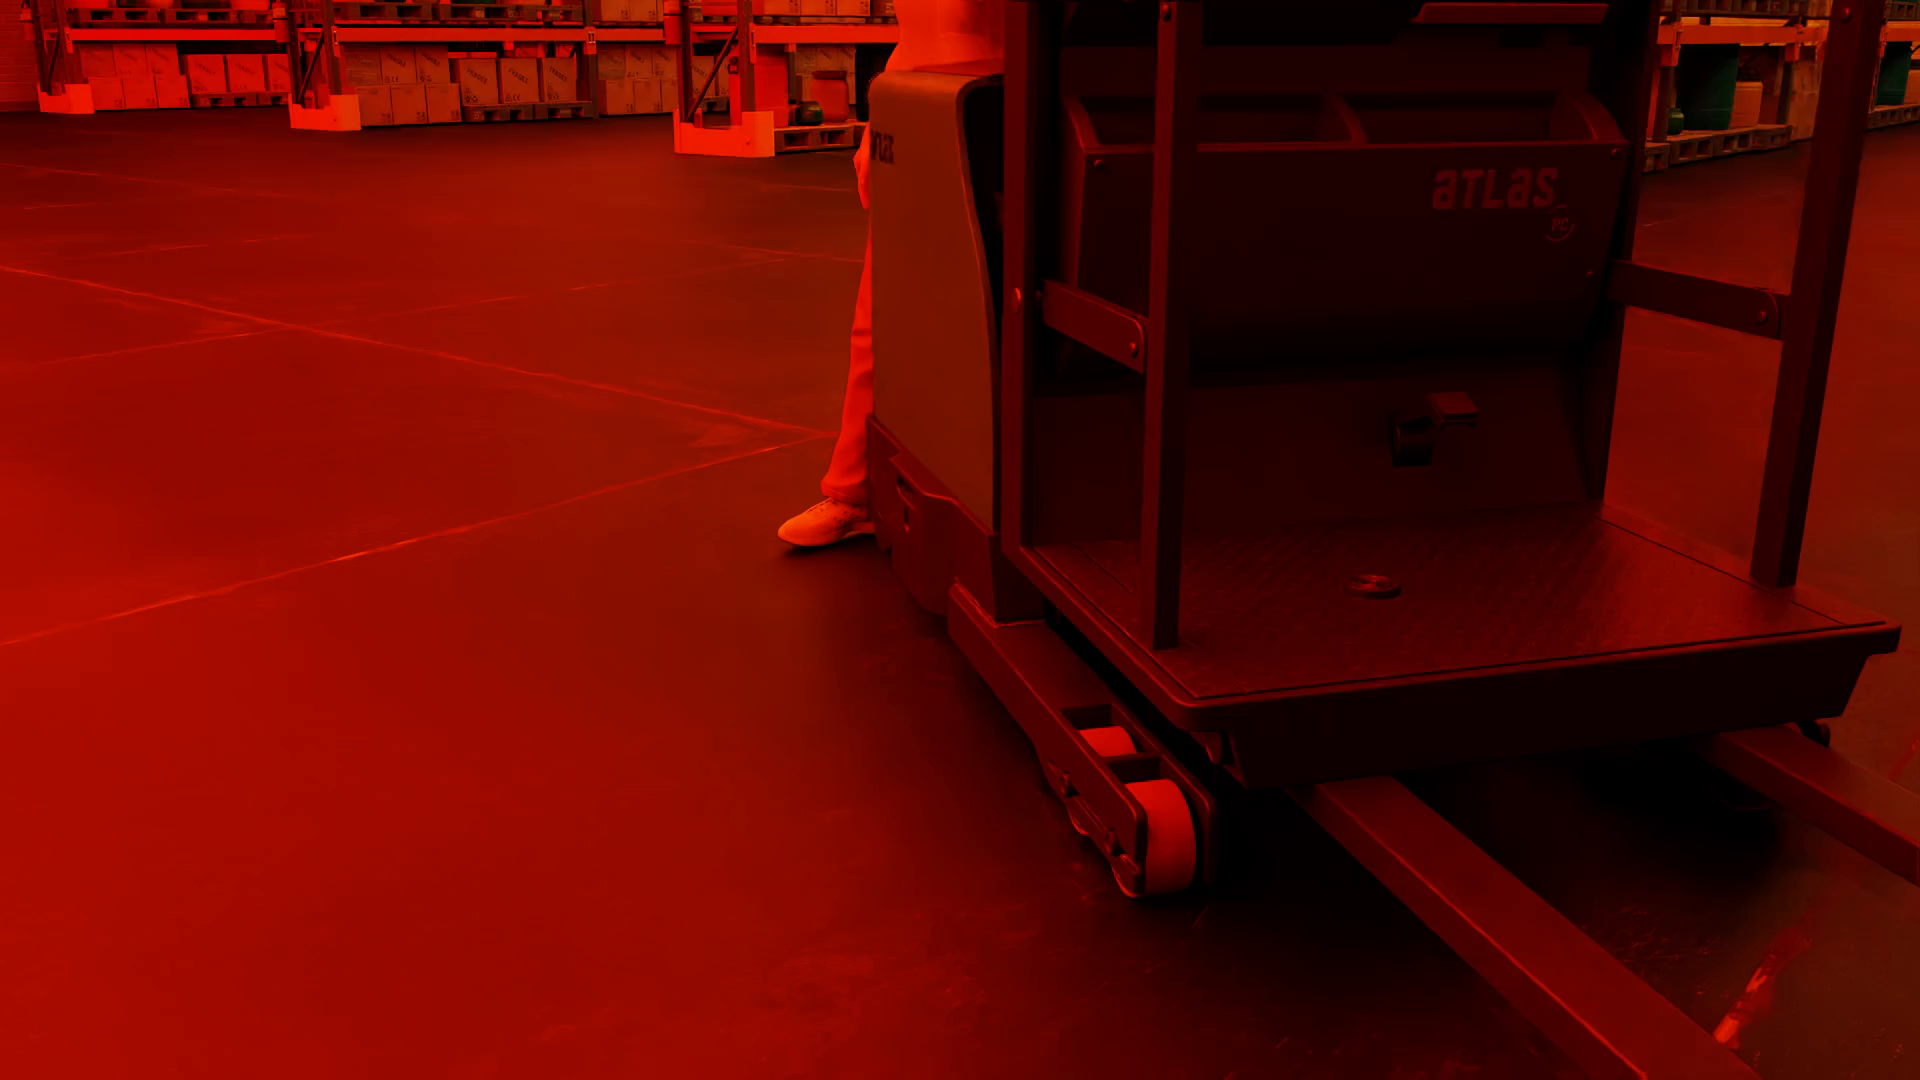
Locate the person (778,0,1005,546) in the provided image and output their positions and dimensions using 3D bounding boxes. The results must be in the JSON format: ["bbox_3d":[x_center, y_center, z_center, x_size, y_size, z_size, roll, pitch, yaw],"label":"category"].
[{"bbox_3d":[-0.056,-0.794,3.649,0.553,1.673,0.548,13,21,37],"label":"person"}]

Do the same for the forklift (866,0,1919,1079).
[{"bbox_3d":[0.671,-1.031,2.292,1.130,2.935,3.031,-5,17,-15],"label":"forklift"}]
